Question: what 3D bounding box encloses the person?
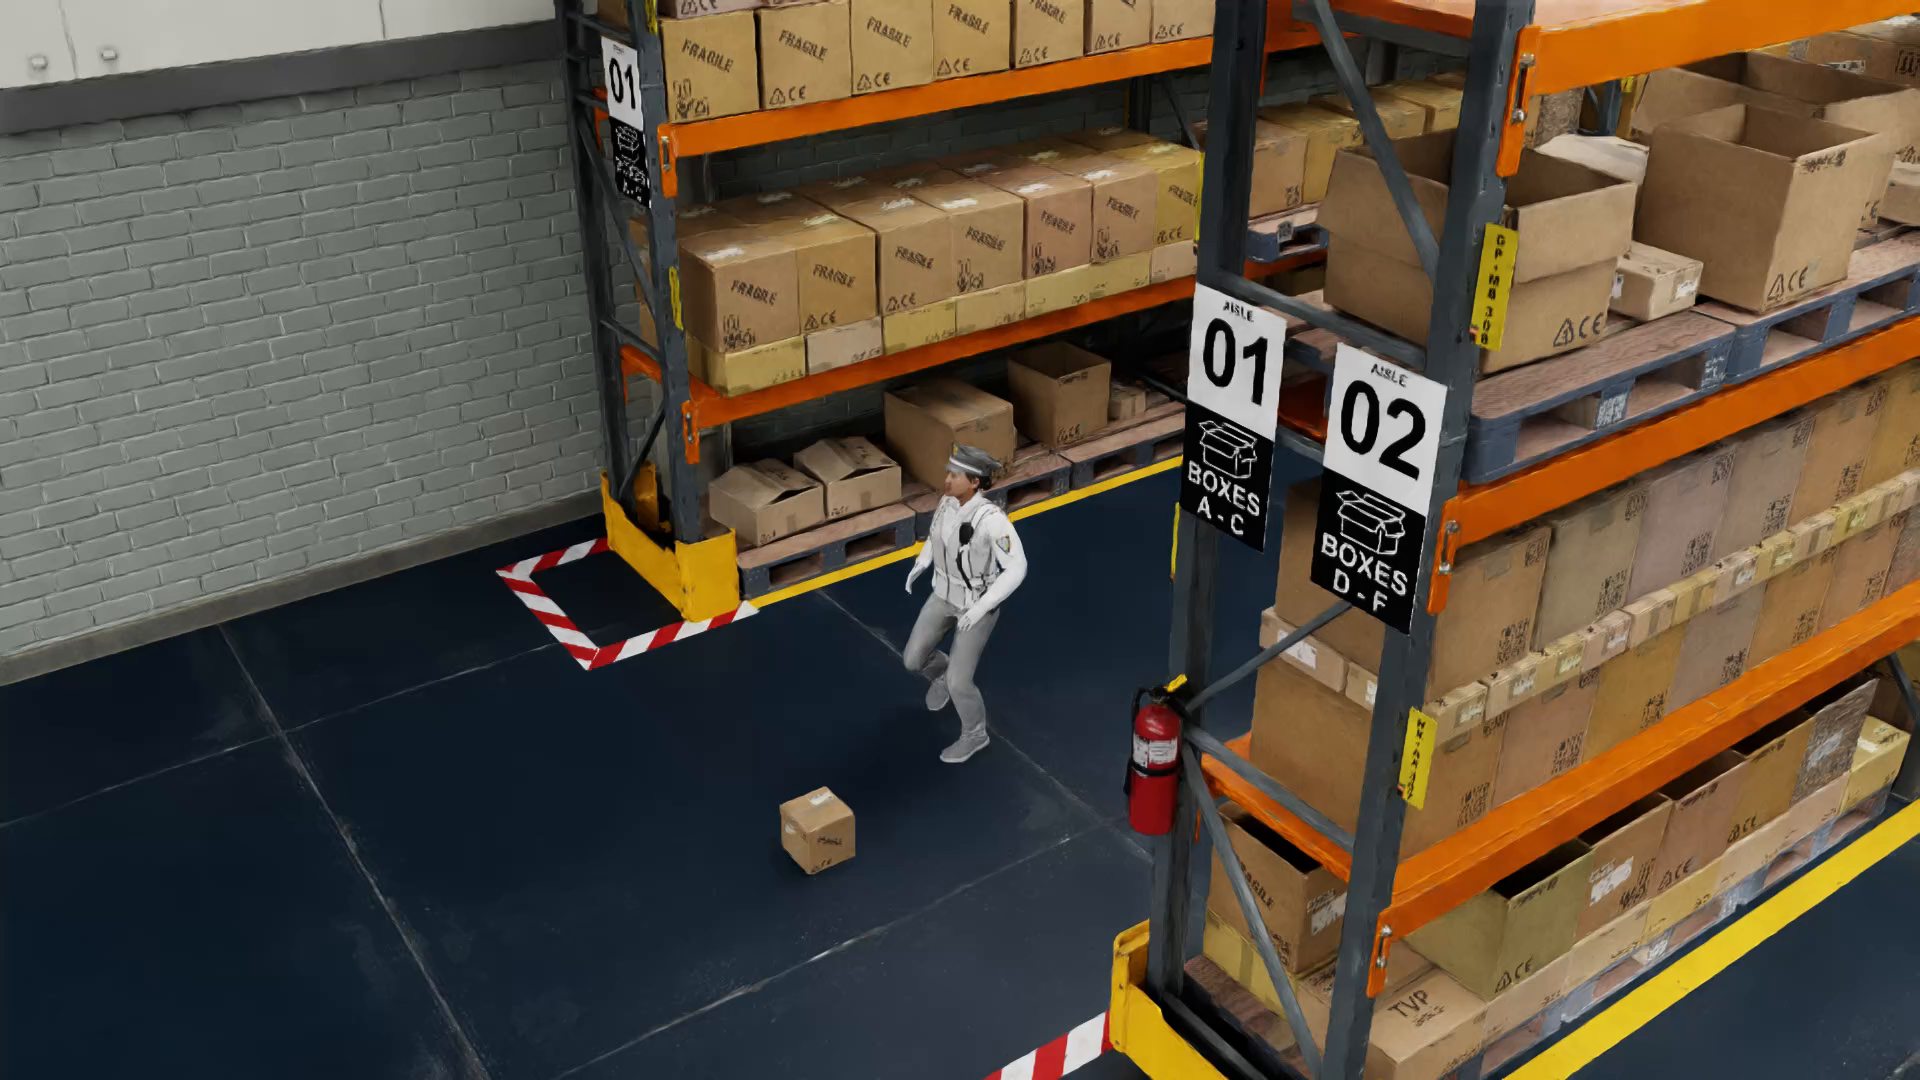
[{"bbox_3d":[0.011,0.306,8.073,0.454,1.665,0.689,-24,37,-37],"label":"person"}]
